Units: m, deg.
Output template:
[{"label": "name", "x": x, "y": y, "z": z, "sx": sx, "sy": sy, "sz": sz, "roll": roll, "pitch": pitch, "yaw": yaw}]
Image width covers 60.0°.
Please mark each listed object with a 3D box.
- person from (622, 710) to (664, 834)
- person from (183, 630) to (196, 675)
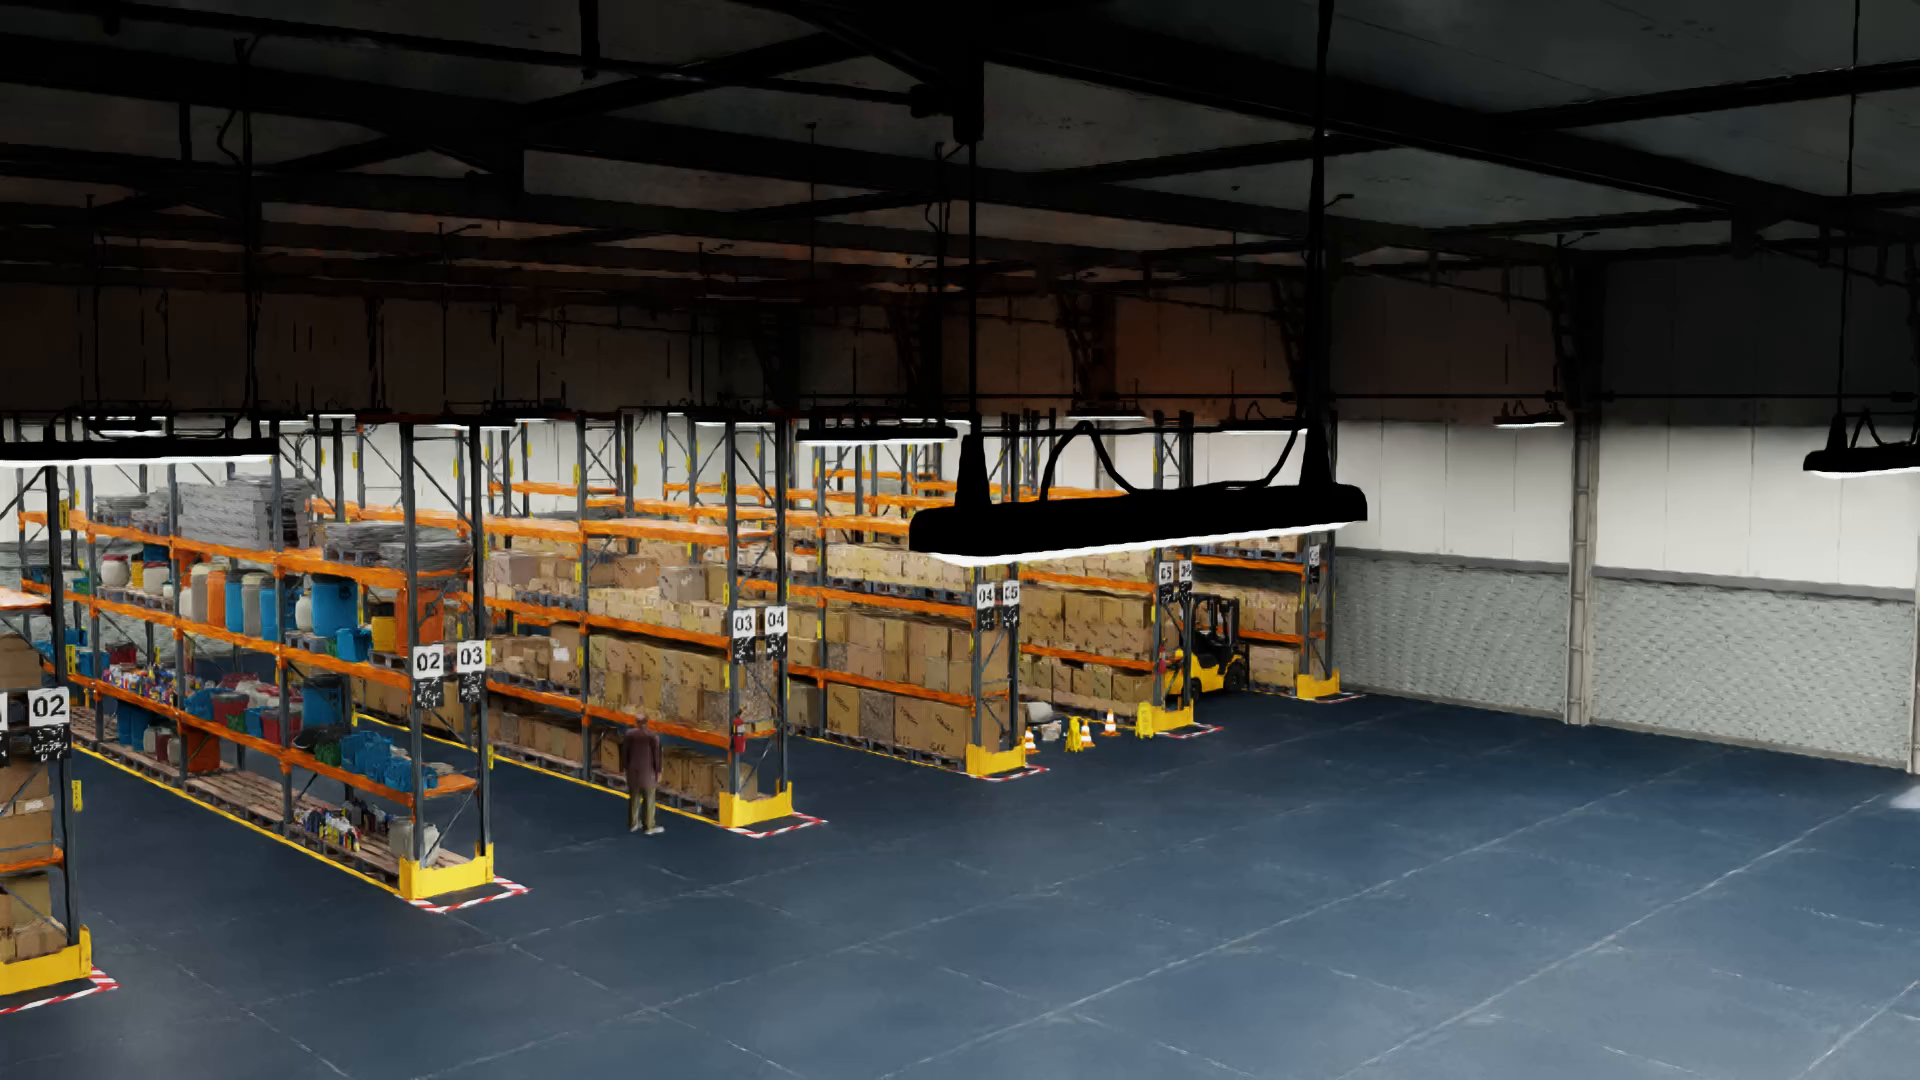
[{"label": "person", "x": -4.579, "y": 3.336, "z": 24.066, "sx": 0.640, "sy": 1.788, "sz": 0.504, "roll": 1, "pitch": 5, "yaw": 15}, {"label": "person", "x": -16.287, "y": 2.445, "z": 35.089, "sx": 0.462, "sy": 1.673, "sz": 0.581, "roll": -2, "pitch": 5, "yaw": -21}]
